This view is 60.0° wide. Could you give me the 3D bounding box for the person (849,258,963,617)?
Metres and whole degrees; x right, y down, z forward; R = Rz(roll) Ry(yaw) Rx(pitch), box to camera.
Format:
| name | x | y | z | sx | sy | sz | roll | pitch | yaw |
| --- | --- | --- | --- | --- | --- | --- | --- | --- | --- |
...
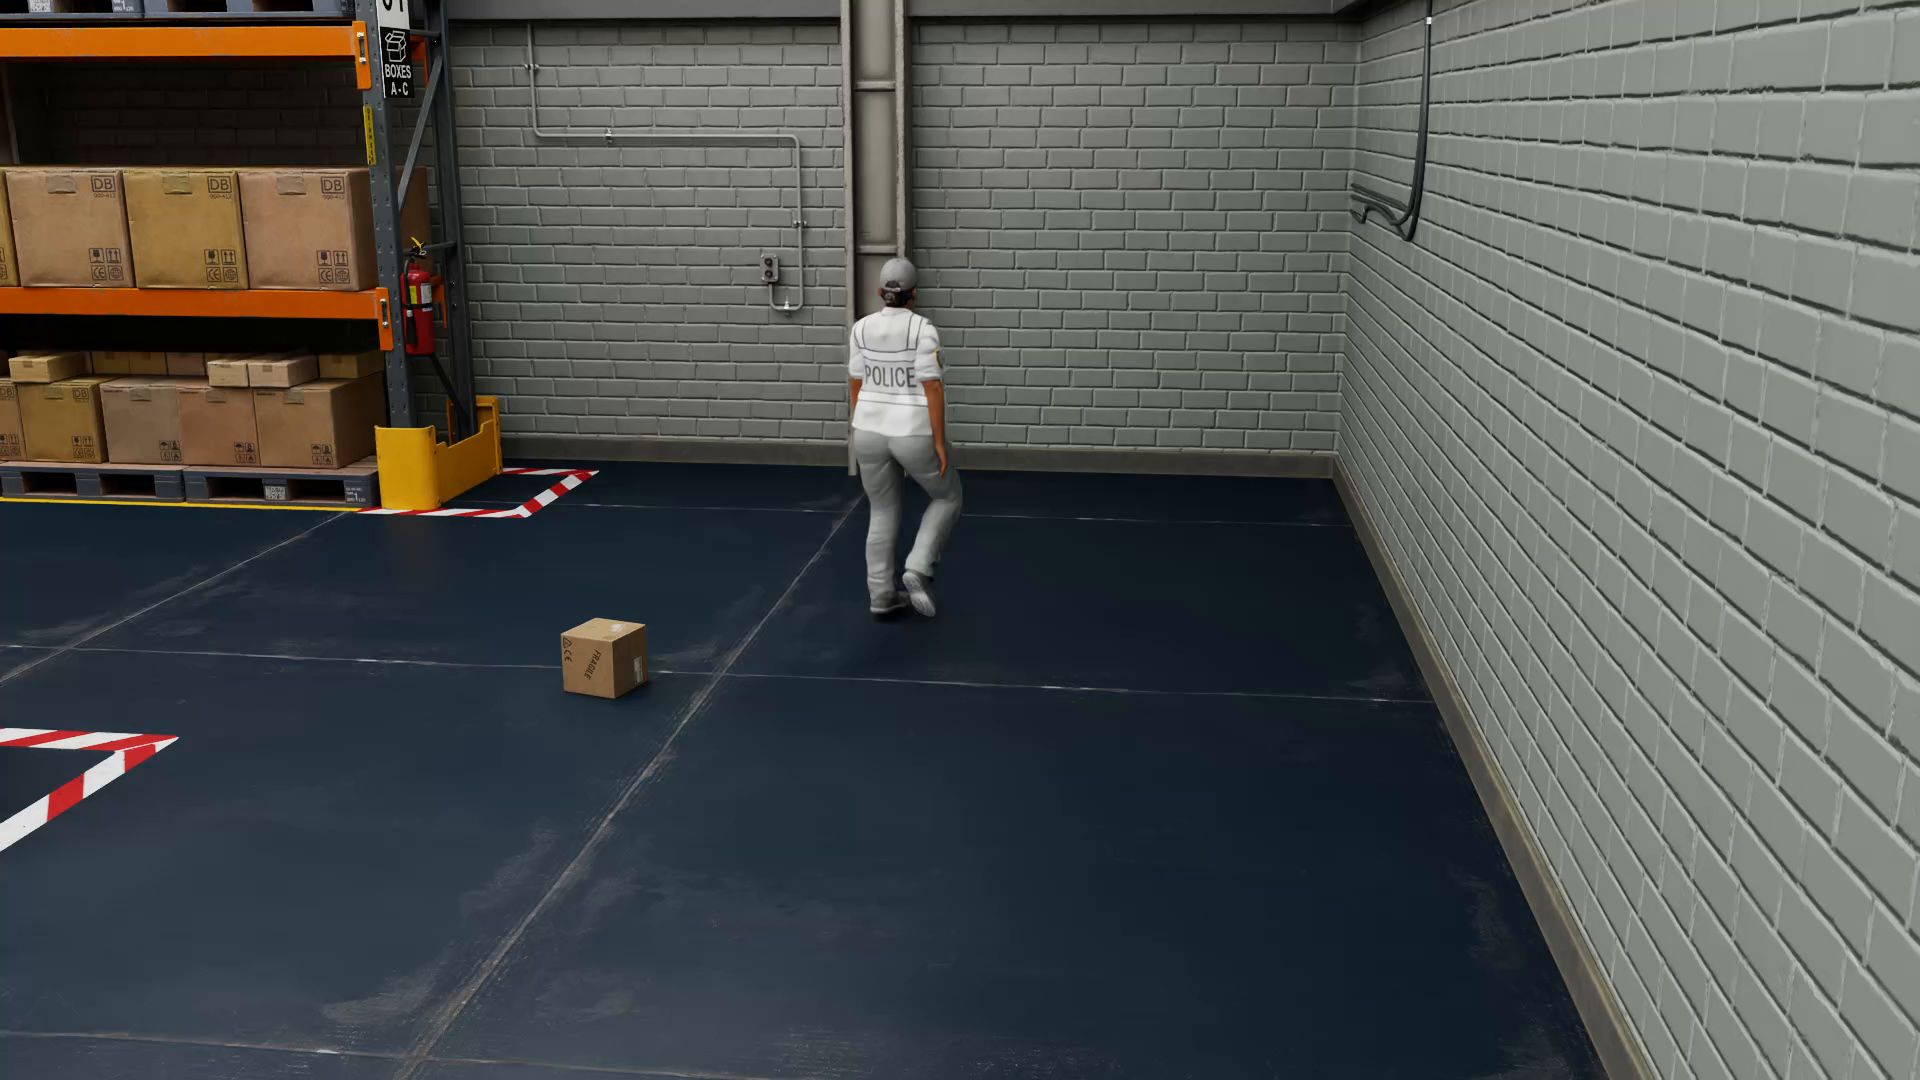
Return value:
| name | x | y | z | sx | sy | sz | roll | pitch | yaw |
| --- | --- | --- | --- | --- | --- | --- | --- | --- | --- |
| person | -0.261 | -0.468 | 7.761 | 0.512 | 1.681 | 0.451 | 5 | 15 | 20 |
